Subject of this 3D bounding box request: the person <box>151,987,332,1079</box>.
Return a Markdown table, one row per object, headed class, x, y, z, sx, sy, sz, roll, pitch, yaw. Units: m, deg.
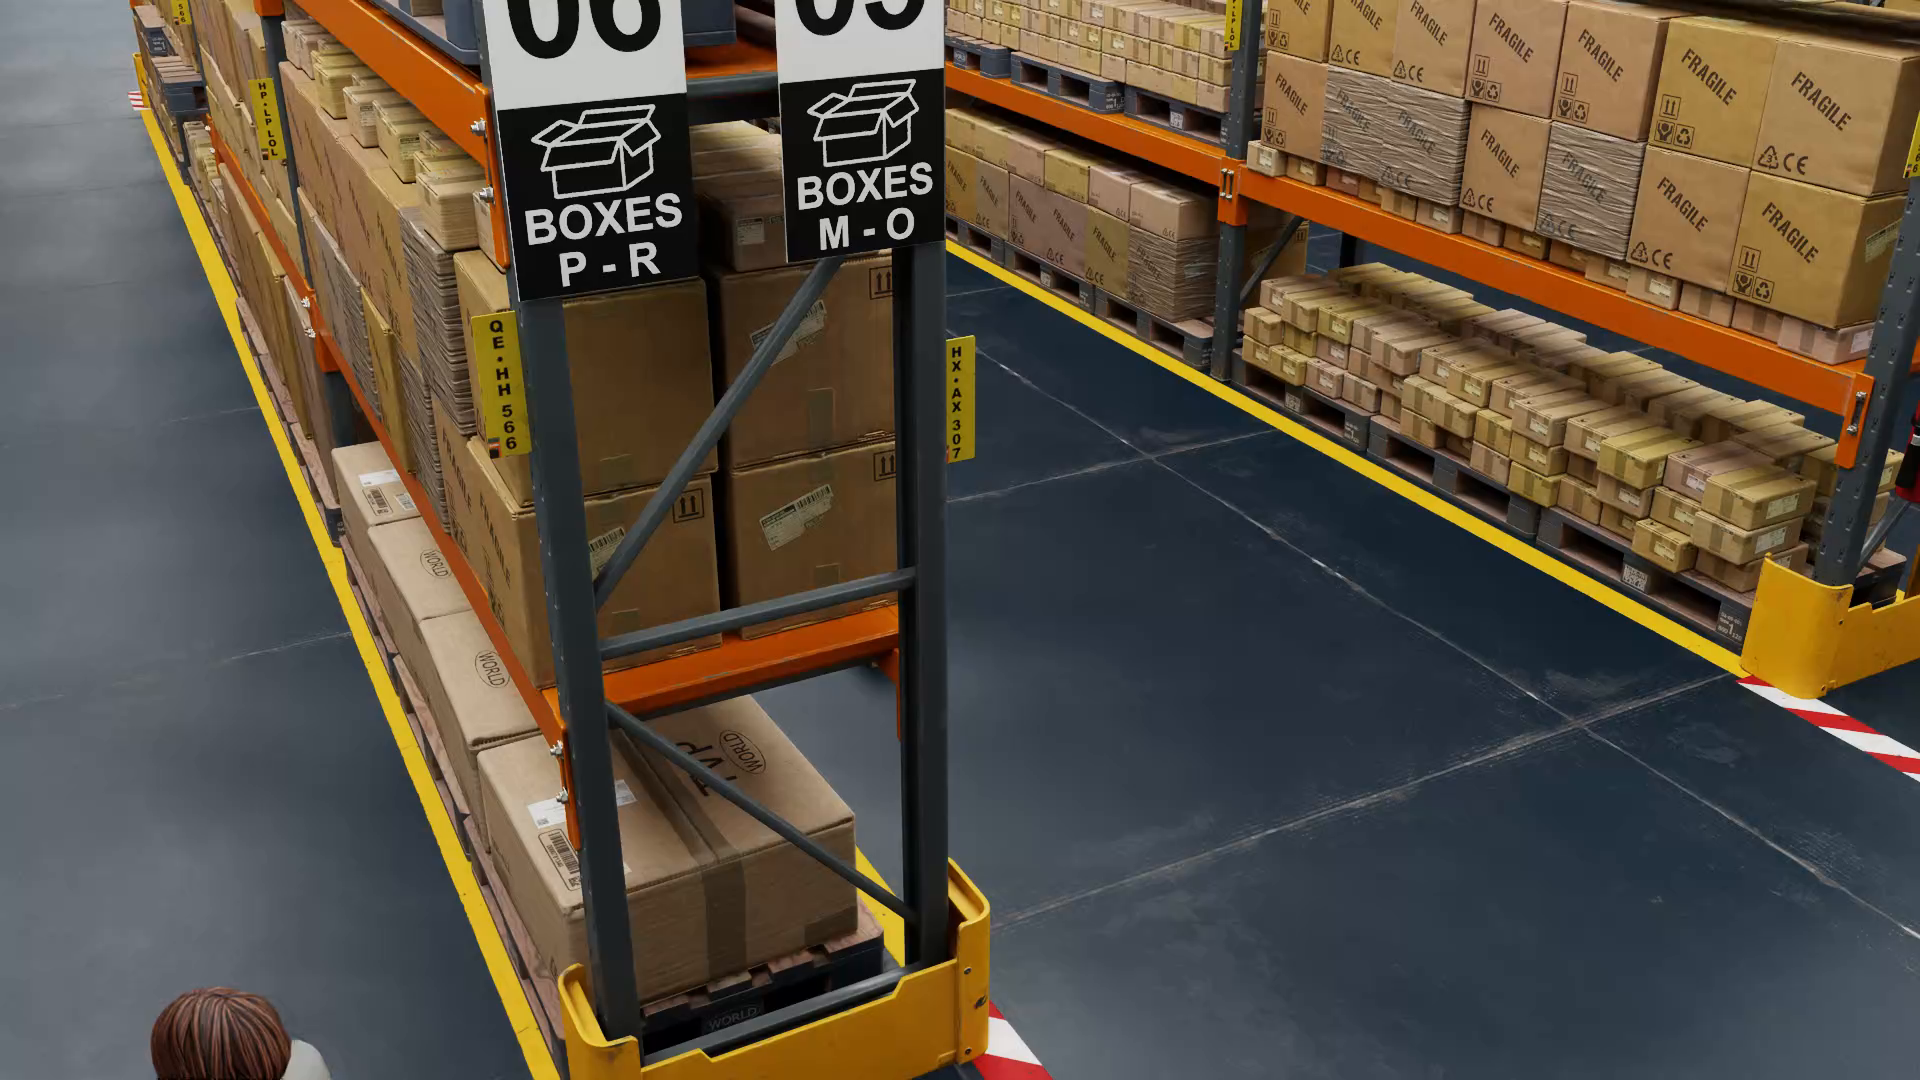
| class | x | y | z | sx | sy | sz | roll | pitch | yaw |
| --- | --- | --- | --- | --- | --- | --- | --- | --- | --- |
| person | -1.147 | 1.455 | 3.126 | 0.825 | 1.542 | 0.456 | -2 | 26 | -5 |
